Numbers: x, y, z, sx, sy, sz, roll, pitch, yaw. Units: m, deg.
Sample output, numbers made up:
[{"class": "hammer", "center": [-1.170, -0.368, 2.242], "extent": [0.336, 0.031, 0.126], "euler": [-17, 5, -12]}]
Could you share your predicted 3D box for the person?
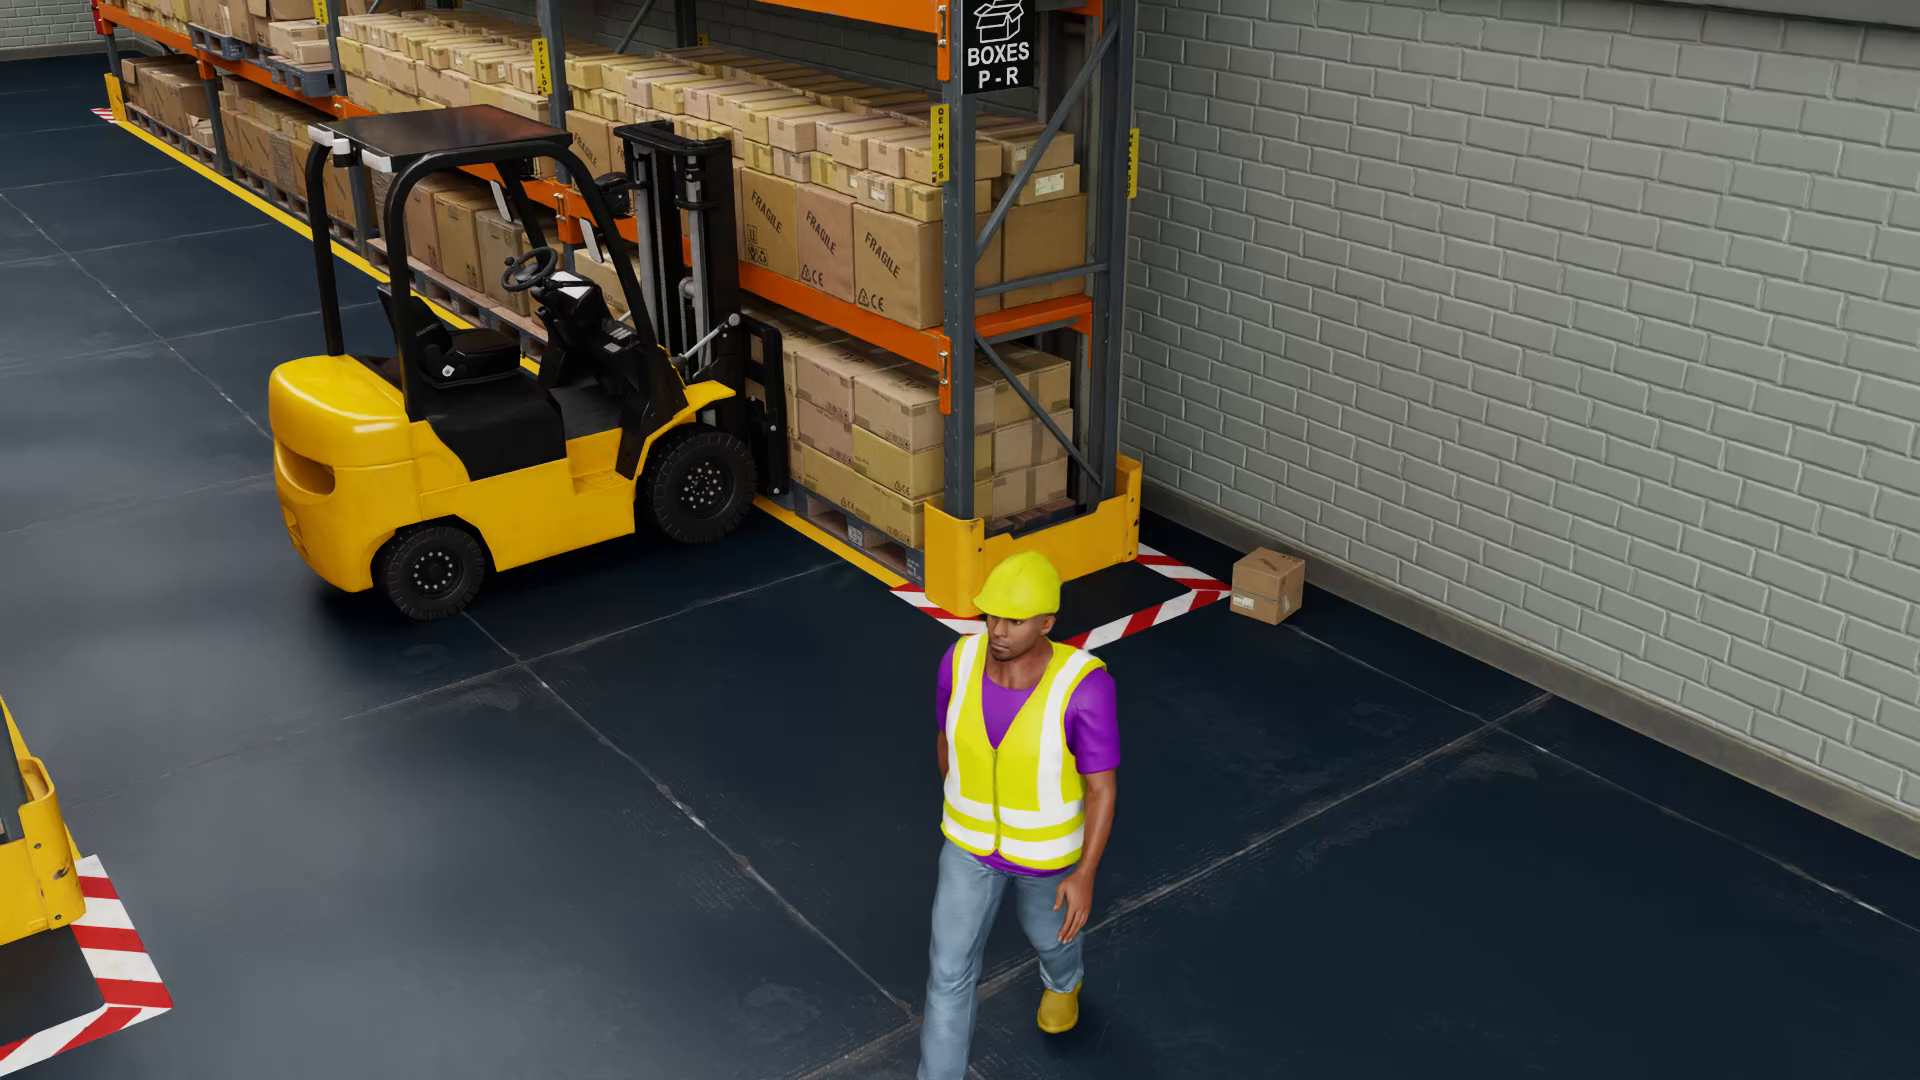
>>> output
[{"class": "person", "center": [0.141, 0.868, 4.680], "extent": [0.583, 1.716, 1.018], "euler": [9, 26, 19]}]
